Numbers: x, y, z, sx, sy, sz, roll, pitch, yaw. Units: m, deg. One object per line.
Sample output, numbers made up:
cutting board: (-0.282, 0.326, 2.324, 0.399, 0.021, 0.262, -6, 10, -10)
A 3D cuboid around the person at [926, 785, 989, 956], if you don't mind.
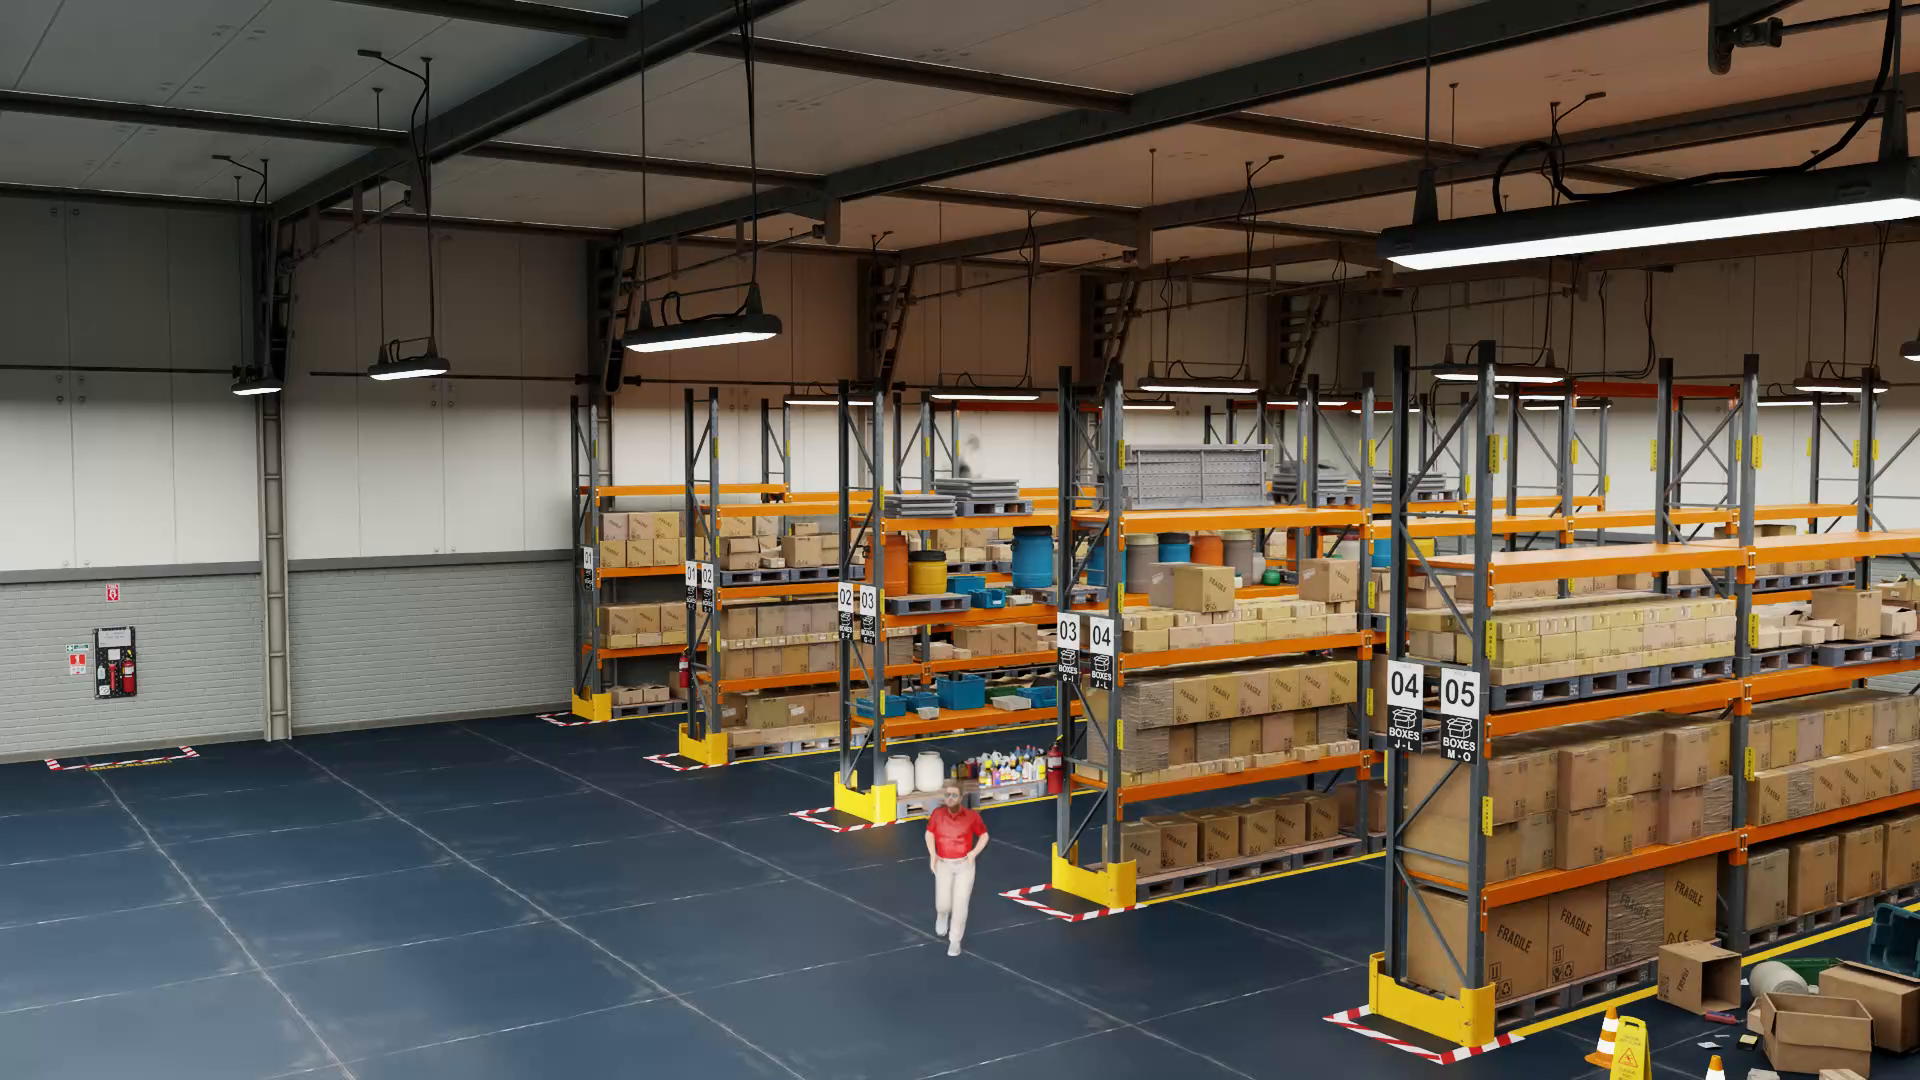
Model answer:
person: (-0.040, 3.316, 16.818, 0.653, 1.700, 0.593, 0, 3, 8)
